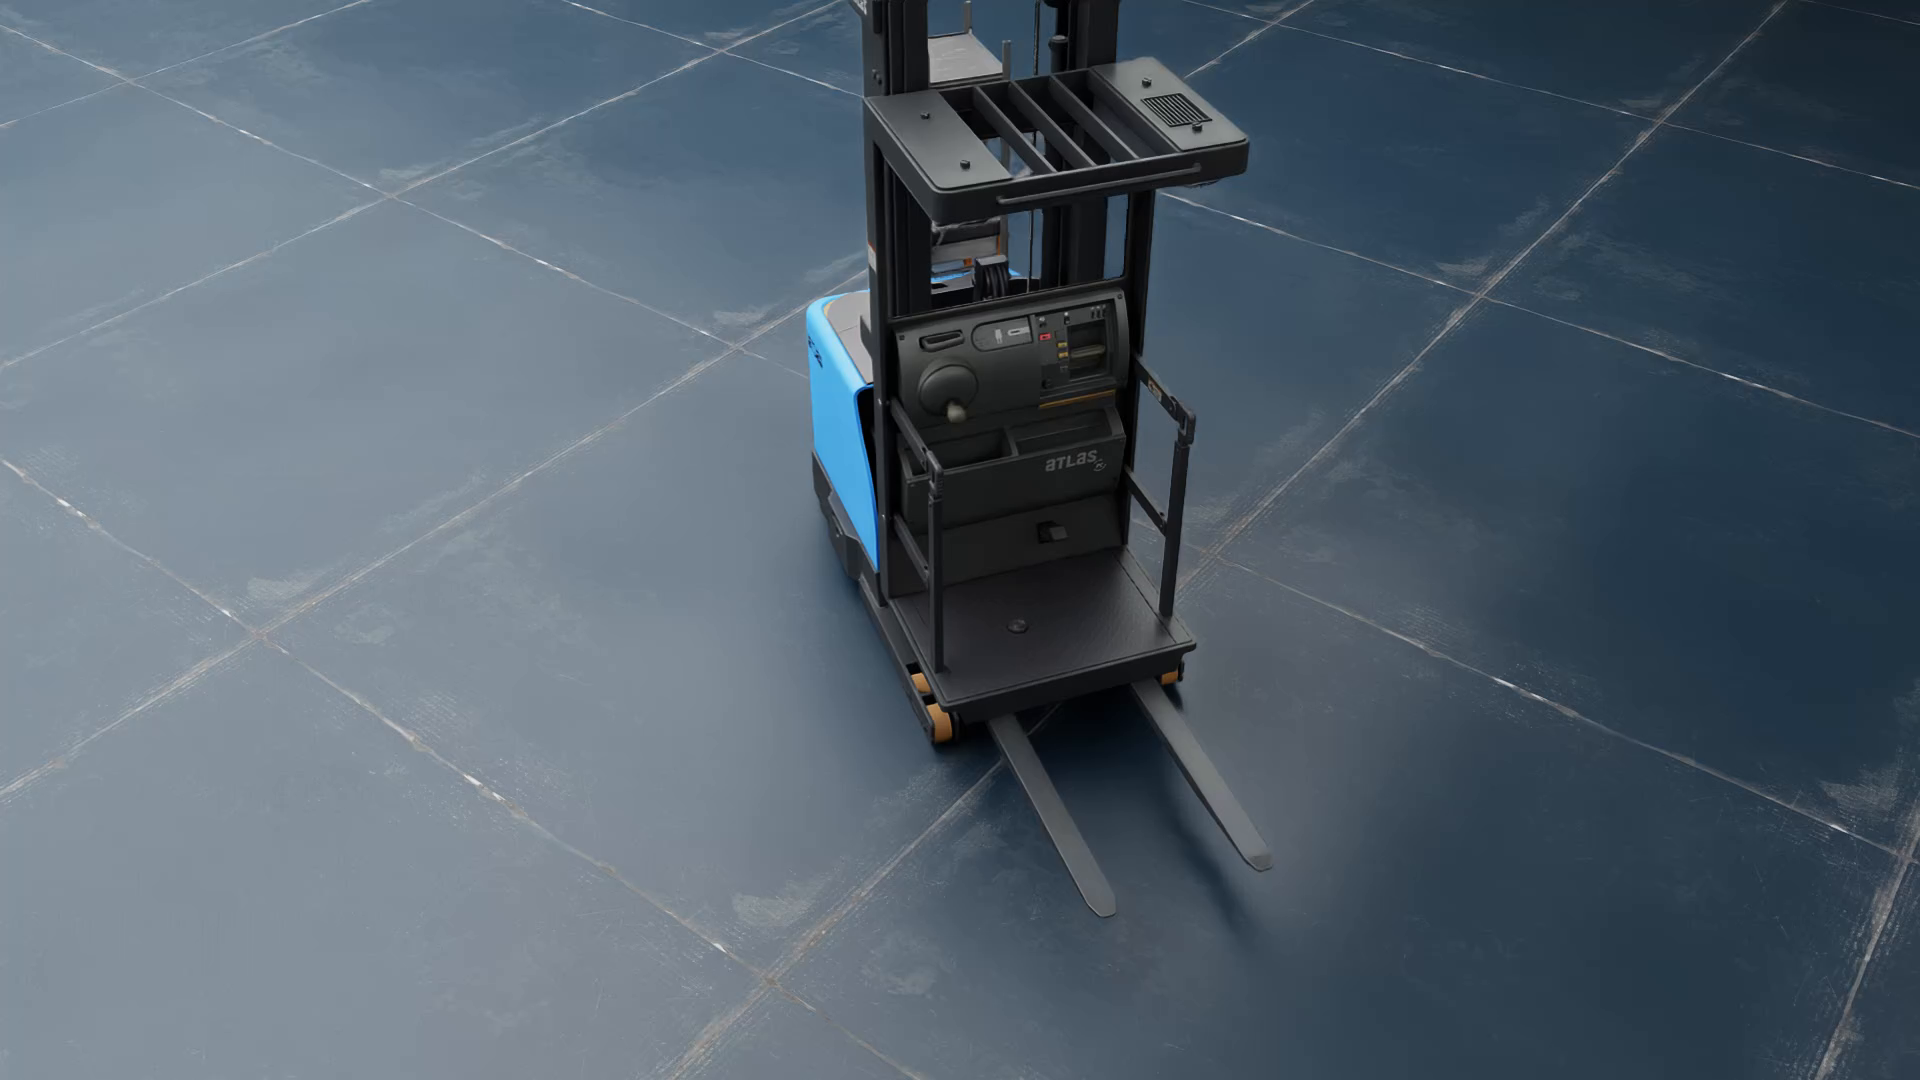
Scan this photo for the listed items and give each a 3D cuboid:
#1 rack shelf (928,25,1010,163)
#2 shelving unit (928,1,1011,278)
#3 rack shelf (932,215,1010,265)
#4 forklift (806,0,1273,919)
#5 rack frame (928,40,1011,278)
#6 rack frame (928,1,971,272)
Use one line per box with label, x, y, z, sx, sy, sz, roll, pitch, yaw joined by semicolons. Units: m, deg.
rack shelf;-0.056;-1.928;7.396;0.431;0.518;0.480;-13;40;-16
shelving unit;-0.056;-1.388;7.819;0.431;2.100;0.503;-13;40;-16
rack shelf;-0.056;-1.377;7.828;0.431;0.518;0.480;-13;40;-16
forklift;0.283;-0.624;6.169;1.130;2.935;3.031;-13;40;-16
rack frame;0.027;-1.247;7.639;0.400;2.100;0.015;-13;40;-16
rack frame;-0.140;-1.529;8.000;0.400;2.100;0.015;-13;40;-16
